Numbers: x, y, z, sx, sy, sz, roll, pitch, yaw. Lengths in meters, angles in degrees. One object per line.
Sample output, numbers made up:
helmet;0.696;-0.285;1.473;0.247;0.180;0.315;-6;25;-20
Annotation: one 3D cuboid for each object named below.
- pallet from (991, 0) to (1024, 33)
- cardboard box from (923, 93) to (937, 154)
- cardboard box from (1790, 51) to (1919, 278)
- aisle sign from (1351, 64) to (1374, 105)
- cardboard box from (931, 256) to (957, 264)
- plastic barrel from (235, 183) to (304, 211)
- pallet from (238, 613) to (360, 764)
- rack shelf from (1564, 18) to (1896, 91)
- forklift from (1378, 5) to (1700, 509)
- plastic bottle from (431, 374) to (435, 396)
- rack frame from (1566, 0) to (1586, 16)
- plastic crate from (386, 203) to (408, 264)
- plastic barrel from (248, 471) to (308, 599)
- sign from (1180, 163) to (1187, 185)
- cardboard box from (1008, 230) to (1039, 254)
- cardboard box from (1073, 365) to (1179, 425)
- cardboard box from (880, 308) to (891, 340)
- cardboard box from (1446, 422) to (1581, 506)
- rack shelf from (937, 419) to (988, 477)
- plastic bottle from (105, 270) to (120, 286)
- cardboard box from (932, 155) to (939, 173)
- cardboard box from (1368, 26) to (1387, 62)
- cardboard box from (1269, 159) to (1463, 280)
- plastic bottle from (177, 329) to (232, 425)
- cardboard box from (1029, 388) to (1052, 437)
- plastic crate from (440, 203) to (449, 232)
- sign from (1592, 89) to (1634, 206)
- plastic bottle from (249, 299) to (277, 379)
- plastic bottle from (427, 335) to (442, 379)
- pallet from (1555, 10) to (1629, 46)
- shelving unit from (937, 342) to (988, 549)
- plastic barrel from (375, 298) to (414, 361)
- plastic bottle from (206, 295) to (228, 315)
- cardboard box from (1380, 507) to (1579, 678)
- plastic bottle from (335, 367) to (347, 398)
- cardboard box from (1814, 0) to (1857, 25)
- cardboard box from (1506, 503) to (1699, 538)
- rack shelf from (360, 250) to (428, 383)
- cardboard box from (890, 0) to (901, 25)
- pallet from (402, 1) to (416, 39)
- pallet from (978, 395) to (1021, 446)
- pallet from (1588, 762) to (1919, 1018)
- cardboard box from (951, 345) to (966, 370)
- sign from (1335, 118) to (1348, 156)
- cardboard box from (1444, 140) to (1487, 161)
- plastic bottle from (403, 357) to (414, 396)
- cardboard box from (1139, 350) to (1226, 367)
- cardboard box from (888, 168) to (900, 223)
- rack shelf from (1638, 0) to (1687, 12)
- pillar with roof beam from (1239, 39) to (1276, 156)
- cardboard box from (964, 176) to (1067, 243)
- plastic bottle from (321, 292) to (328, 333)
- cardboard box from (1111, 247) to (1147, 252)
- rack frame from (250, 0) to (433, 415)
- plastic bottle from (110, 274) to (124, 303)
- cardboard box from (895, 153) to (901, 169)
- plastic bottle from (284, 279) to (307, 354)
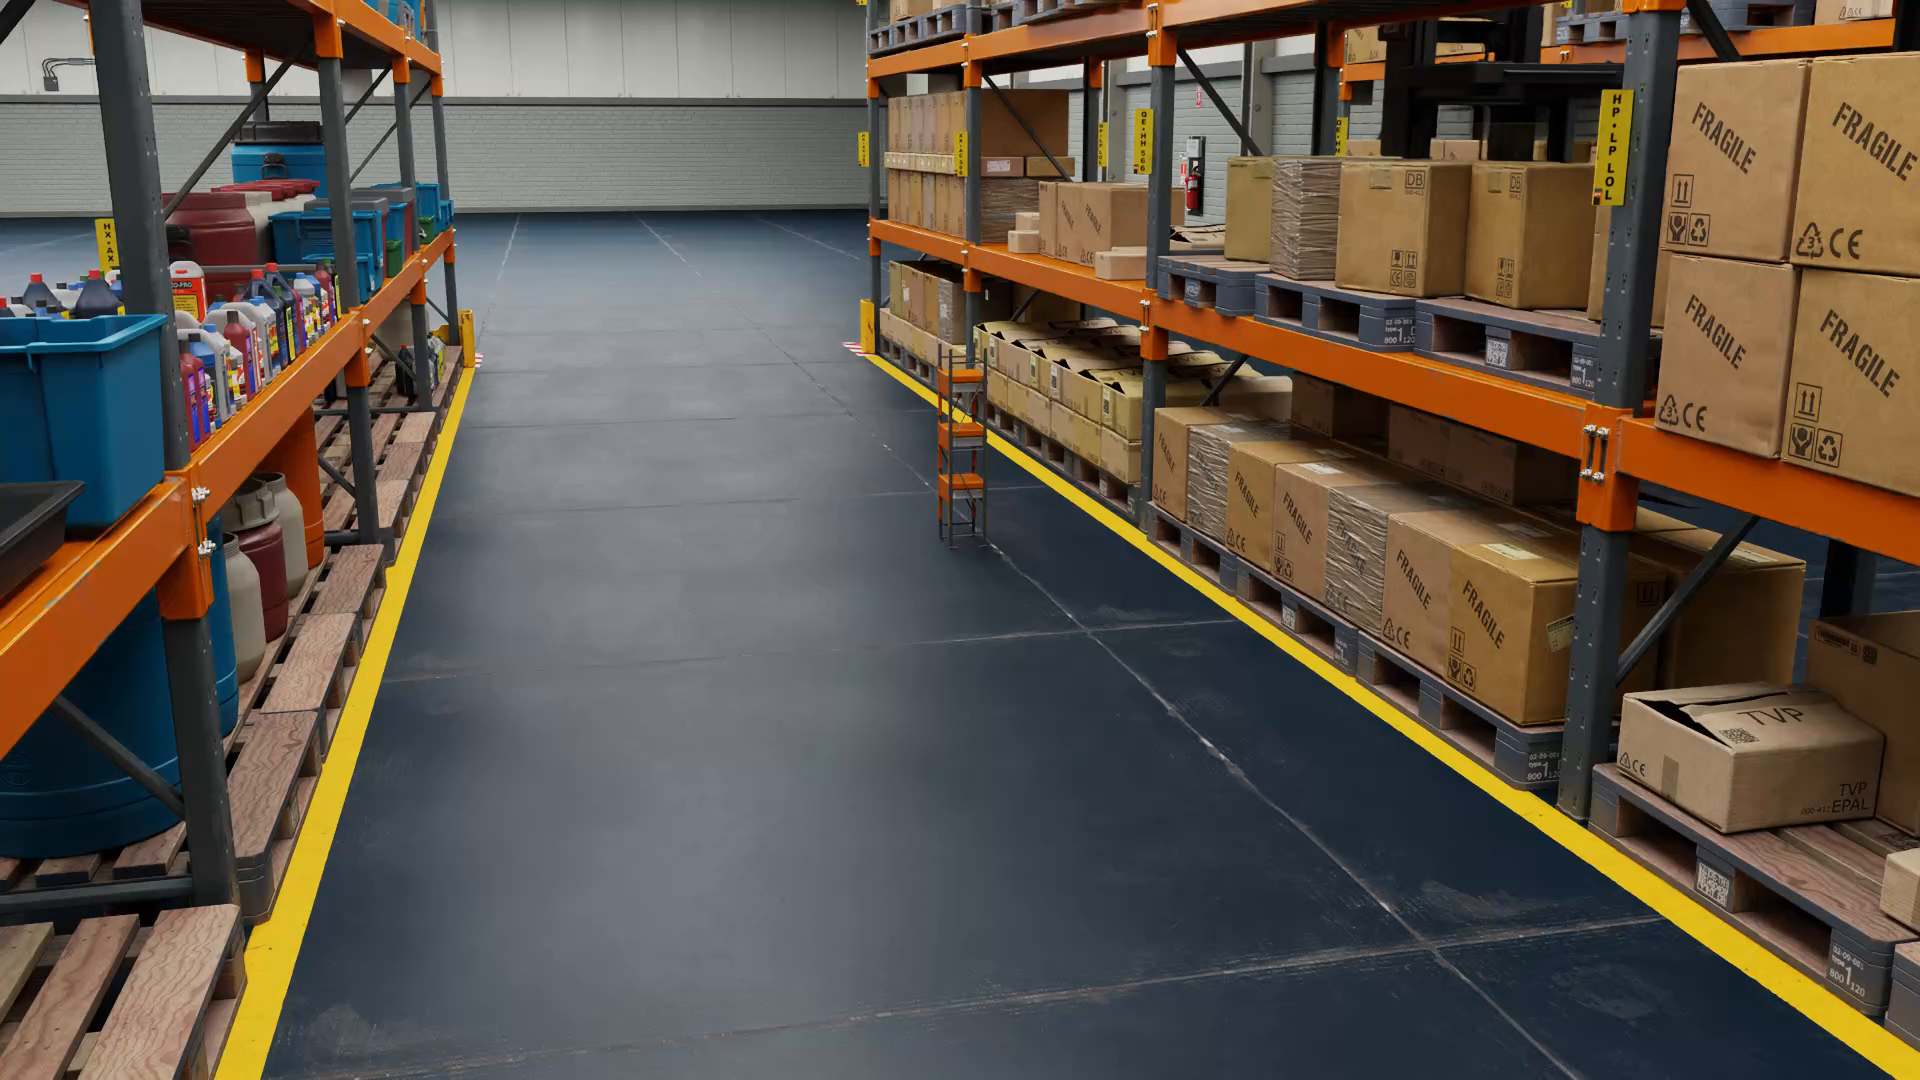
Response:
pallet;0.765;-3.609;11.461;0.805;0.209;1.217;-4;14;-15
cardboard box;0.081;-3.575;14.297;0.700;0.500;0.500;-3;14;-13
cardboard box;2.383;-0.893;3.943;0.500;0.500;0.500;-4;14;-15
aisle sign;4.111;-4.910;17.226;0.394;0.787;0.004;-3;14;-13
cardboard box;0.021;-2.496;16.150;0.500;0.500;0.500;-3;14;-13
plastic barrel;-4.087;-1.836;9.835;0.433;0.535;0.433;0;14;0
pallet;-2.822;0.566;6.167;1.003;0.211;1.213;-3;14;-13
rack shelf;5.829;-3.371;11.599;1.077;0.370;4.000;-3;14;-13
forklift;3.152;-1.706;9.736;1.130;2.935;3.031;-4;14;-15
plastic bottle;-3.967;-1.171;12.370;0.097;0.201;0.097;0;14;0
rack frame;5.359;-5.639;13.046;1.000;3.000;0.127;-3;14;-13
plastic crate;-3.709;-1.927;10.529;0.392;0.384;0.575;-3;14;-13
plastic barrel;-2.980;-0.008;6.995;0.421;0.512;0.421;0;14;0
sign;3.443;-5.641;25.620;0.001;0.329;0.234;-3;14;-13
cardboard box;0.555;-2.109;11.771;0.380;0.149;0.250;-3;14;-13
cardboard box;0.994;-0.892;9.985;0.500;0.311;0.500;-4;14;-14
cardboard box;-0.485;-2.102;16.120;0.500;0.250;0.500;-3;14;-13
cardboard box;2.312;-0.321;6.682;0.500;0.250;0.500;-3;14;-13
rack shelf;0.013;-0.487;8.754;0.215;0.259;0.240;-3;14;-13
plastic bottle;-3.435;-0.964;6.816;0.152;0.276;0.135;-3;14;-13
cardboard box;-0.024;-3.155;13.942;0.380;0.149;0.250;-3;14;-12
cardboard box;4.347;-4.946;16.276;0.500;0.500;0.500;-2;14;-9
cardboard box;1.771;-1.417;7.309;0.700;0.500;0.500;-1;14;-3
plastic bottle;-2.216;-0.479;4.828;0.152;0.276;0.135;-3;14;-13
cardboard box;0.761;-0.854;11.011;0.500;0.250;0.500;-3;14;-12
plastic crate;-4.655;-2.774;14.273;0.499;0.251;0.408;-3;14;-13
sign;1.885;-1.132;4.803;0.100;0.325;0.005;-3;14;-13
plastic bottle;-2.403;-0.687;5.692;0.097;0.271;0.097;0;14;0
plastic bottle;-4.201;-1.450;13.196;0.144;0.351;0.185;-3;14;-14
pallet;5.401;-3.942;12.817;1.213;0.211;1.003;-3;14;-13
shelving unit;0.013;-0.498;8.752;0.215;1.050;0.252;-3;14;-13
plastic barrel;-4.863;-1.827;14.443;0.421;0.512;0.421;0;14;0
plastic bottle;-2.589;-0.724;5.843;0.097;0.271;0.097;0;14;0
cardboard box;1.922;0.186;6.184;0.500;0.500;0.500;-3;14;-13
plastic bottle;-4.562;-1.240;12.335;0.144;0.351;0.185;-3;14;-13
cardboard box;6.084;-3.623;10.855;0.797;0.503;0.637;-1;14;-5
cardboard box;2.411;0.151;6.328;0.500;0.500;0.500;-3;14;-12
rack shelf;-3.801;-1.361;9.694;1.077;0.370;4.000;-3;14;-13
cardboard box;-0.263;-5.017;15.423;0.797;0.503;0.637;-2;14;-9
pallet;-4.535;-3.699;11.823;1.213;0.211;1.003;-3;14;-13
pallet;0.756;-0.925;12.268;1.003;0.211;1.213;-3;14;-13
pallet;2.584;0.911;4.752;1.003;0.211;1.213;-3;14;-13
cardboard box;0.224;-1.410;13.289;0.500;0.250;0.500;-3;14;-13
sign;2.010;-2.081;8.852;0.100;0.325;0.005;-3;14;-13
cardboard box;4.717;-3.349;15.008;0.500;0.500;0.500;-4;14;-15
plastic bottle;-4.125;-1.231;12.443;0.061;0.283;0.133;-3;14;-13
cardboard box;1.398;-1.041;10.595;0.500;0.311;0.500;-4;14;-15
cardboard box;-0.297;-3.310;15.945;0.700;0.500;0.500;-3;14;-13
rack shelf;2.894;-1.248;2.911;1.077;0.370;4.000;-3;14;-13
pillar with roof beam;-0.169;-7.592;21.043;9.100;9.000;0.400;-3;14;-13
cardboard box;0.435;-2.598;13.030;0.700;0.500;0.500;-4;14;-15
plastic bottle;-2.735;-0.980;7.036;0.097;0.201;0.097;0;14;0
cardboard box;1.130;-1.694;10.068;0.380;0.149;0.250;-2;14;-9
rack frame;-4.271;-2.172;11.497;1.000;3.000;0.127;-3;14;-13
plastic bottle;-3.375;-0.937;6.715;0.097;0.271;0.097;0;14;0
cardboard box;-0.390;-3.513;15.408;0.380;0.149;0.250;-3;14;-13
plastic bottle;-2.553;-0.859;6.370;0.061;0.283;0.133;-3;14;-13
